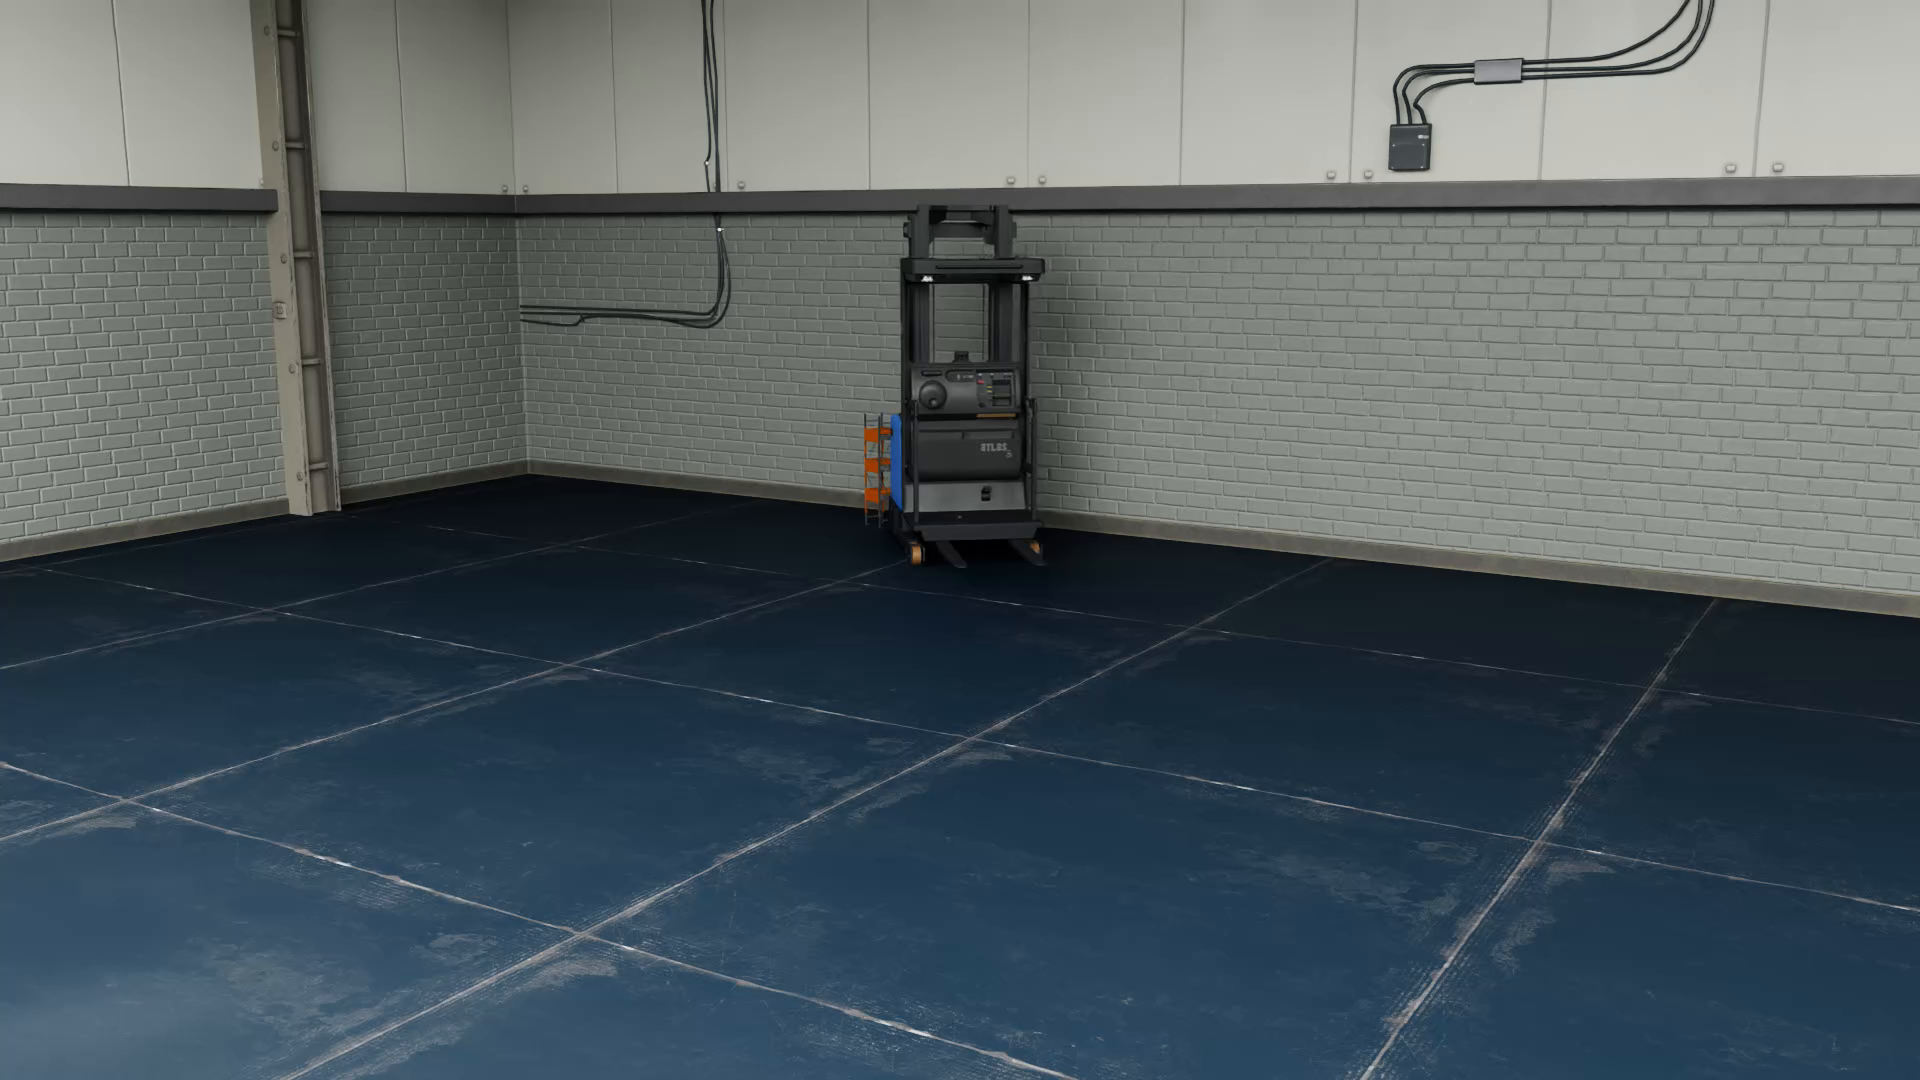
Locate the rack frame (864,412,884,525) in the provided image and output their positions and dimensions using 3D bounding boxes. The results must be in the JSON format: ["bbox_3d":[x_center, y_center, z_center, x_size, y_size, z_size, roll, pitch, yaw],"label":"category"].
[{"bbox_3d":[-0.806,-0.668,15.586,0.200,1.050,0.008,-7,13,-34],"label":"rack frame"}]

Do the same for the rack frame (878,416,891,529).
[{"bbox_3d":[-0.667,-0.631,15.389,0.200,1.050,0.008,-7,13,-34],"label":"rack frame"}]

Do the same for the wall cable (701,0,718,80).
[{"bbox_3d":[-1.374,-5.737,15.770,3.097,2.526,0.112,6,12,31],"label":"wall cable"}]

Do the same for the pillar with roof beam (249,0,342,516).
[{"bbox_3d":[-2.666,-4.291,13.332,9.100,9.000,0.400,6,12,31],"label":"pillar with roof beam"}]

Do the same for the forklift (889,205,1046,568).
[{"bbox_3d":[0.085,-1.300,13.847,1.130,2.935,3.031,-2,11,-9],"label":"forklift"}]

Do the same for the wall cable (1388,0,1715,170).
[{"bbox_3d":[4.420,-5.801,12.159,2.305,6.003,0.169,6,12,31],"label":"wall cable"}]

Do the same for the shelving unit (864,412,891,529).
[{"bbox_3d":[-0.737,-0.650,15.487,0.215,1.050,0.252,-7,13,-34],"label":"shelving unit"}]

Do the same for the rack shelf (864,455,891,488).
[{"bbox_3d":[-0.737,-0.640,15.489,0.215,0.259,0.240,-7,13,-34],"label":"rack shelf"}]

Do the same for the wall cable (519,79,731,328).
[{"bbox_3d":[-3.686,-3.513,17.615,3.097,2.526,0.112,6,12,31],"label":"wall cable"}]

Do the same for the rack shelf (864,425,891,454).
[{"bbox_3d":[-0.737,-0.918,15.437,0.215,0.259,0.240,-7,13,-34],"label":"rack shelf"}]

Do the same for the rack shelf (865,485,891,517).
[{"bbox_3d":[-0.737,-0.366,15.541,0.215,0.259,0.240,-7,13,-34],"label":"rack shelf"}]
